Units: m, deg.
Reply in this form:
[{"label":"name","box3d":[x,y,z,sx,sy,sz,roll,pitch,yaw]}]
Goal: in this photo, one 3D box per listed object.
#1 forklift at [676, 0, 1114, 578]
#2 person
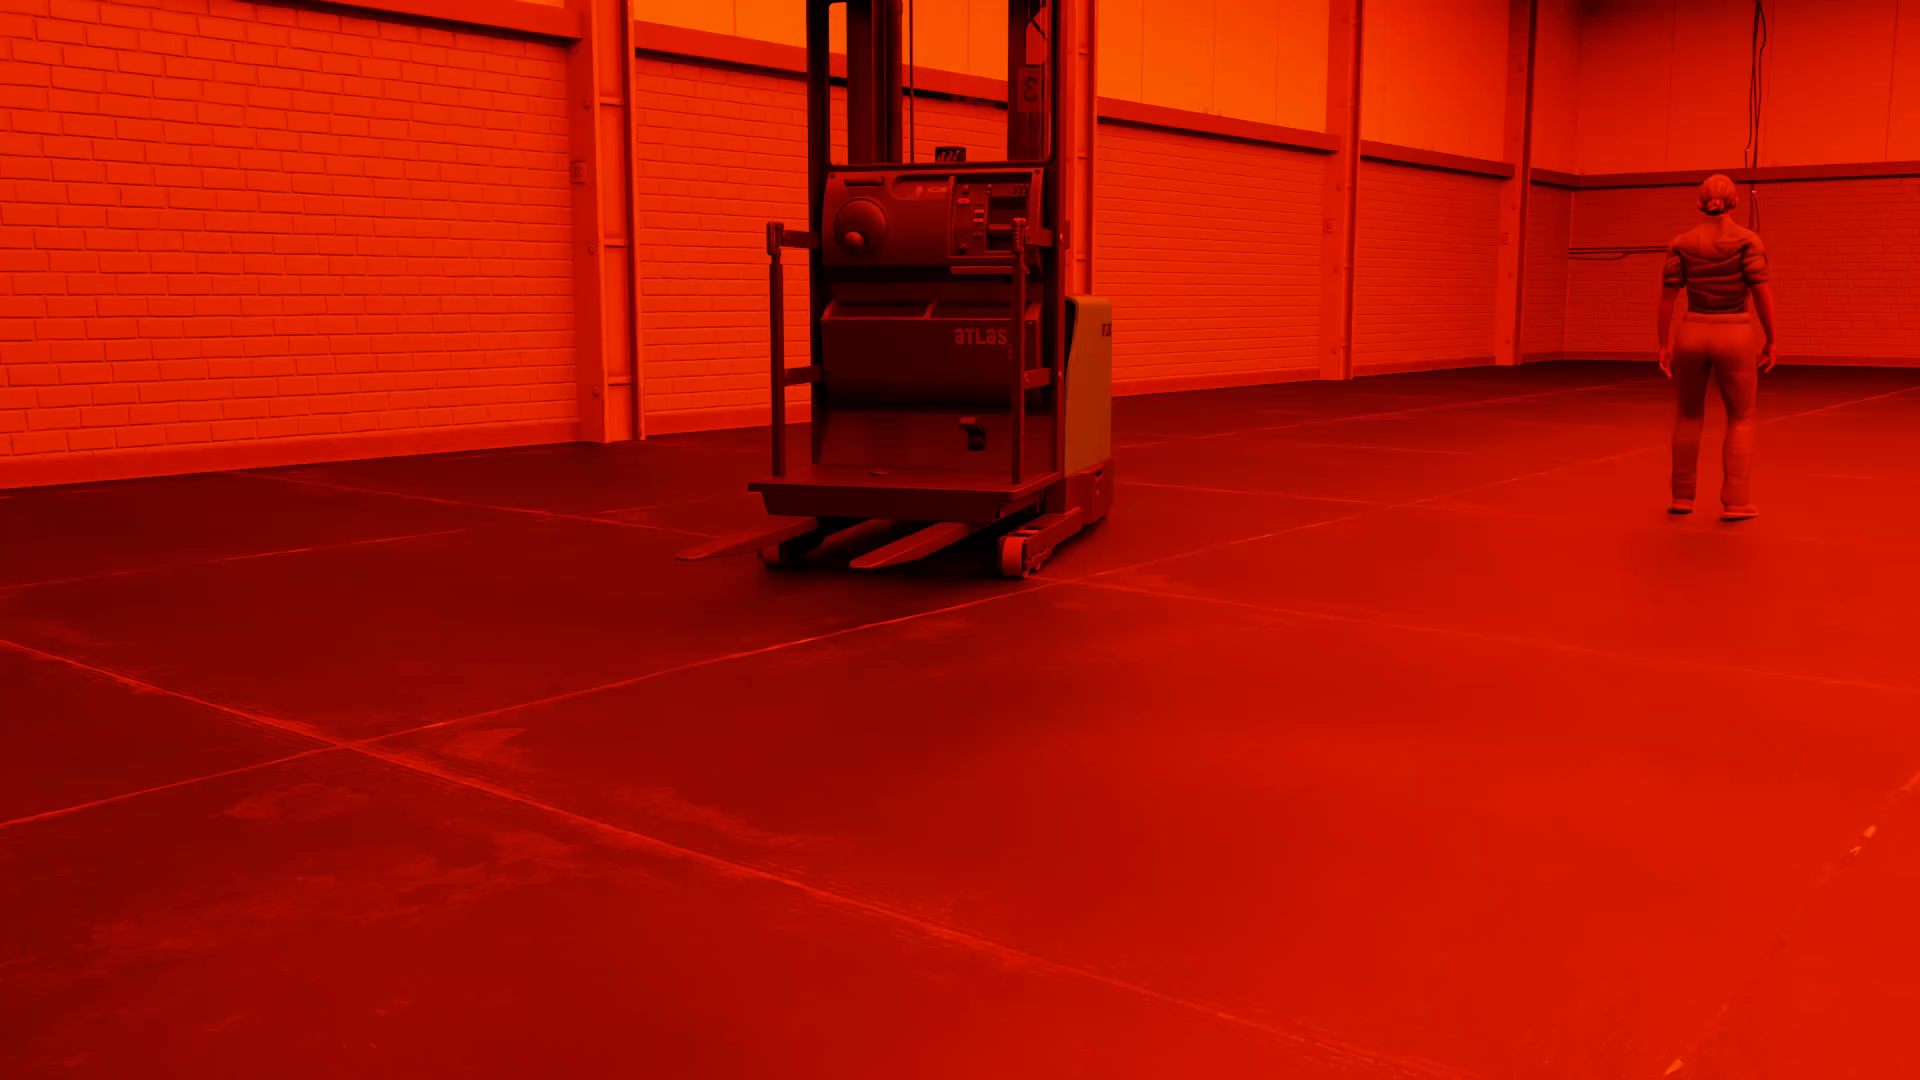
[{"label":"forklift","box3d":[-0.176,-1.366,6.616,1.130,2.935,3.031,3,9,17]},{"label":"person","box3d":[3.712,-0.926,8.138,0.531,1.681,0.439,7,11,40]}]
